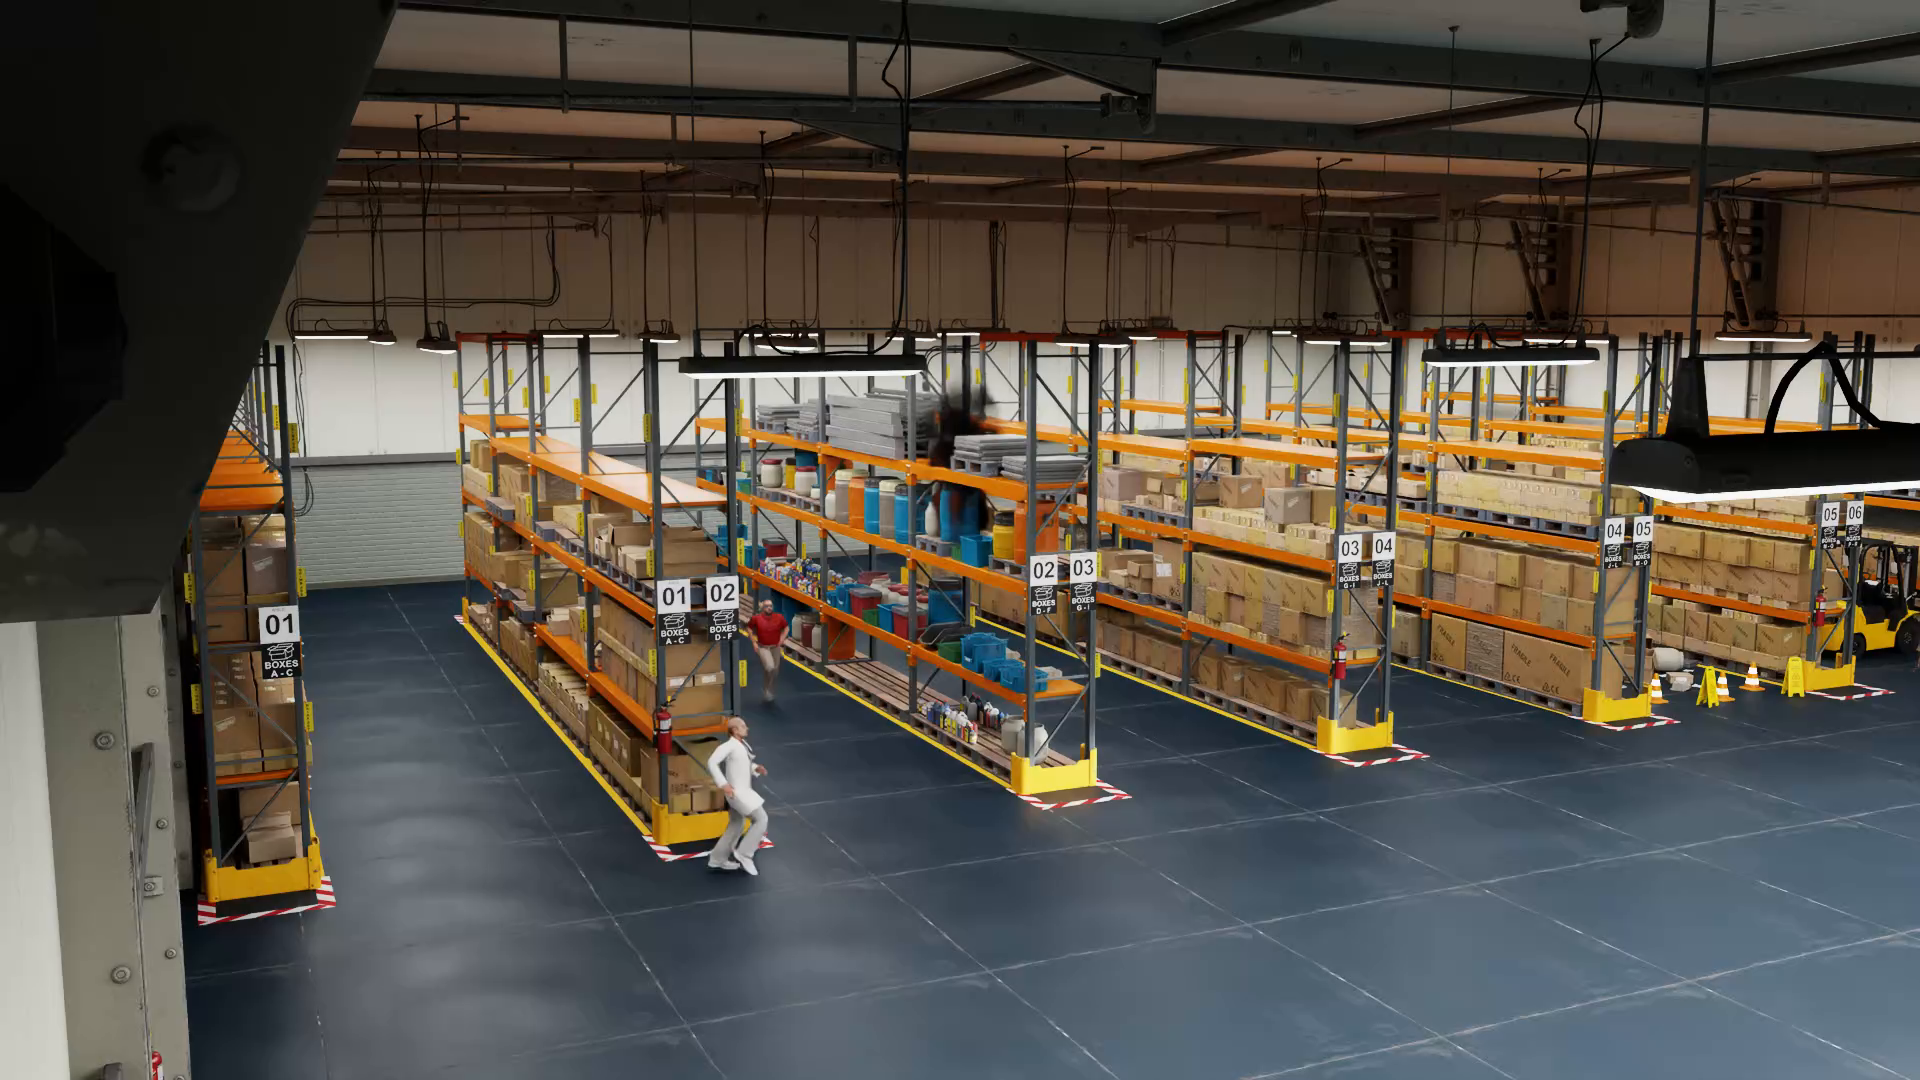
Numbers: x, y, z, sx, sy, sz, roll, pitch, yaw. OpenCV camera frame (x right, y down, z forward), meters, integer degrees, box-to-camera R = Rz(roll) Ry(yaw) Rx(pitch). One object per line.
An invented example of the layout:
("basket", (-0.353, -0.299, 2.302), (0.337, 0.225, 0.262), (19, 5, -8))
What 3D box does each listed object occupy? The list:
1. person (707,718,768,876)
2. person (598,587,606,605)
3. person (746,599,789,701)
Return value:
("person", (-2.539, 2.912, 18.994), (0.702, 1.767, 0.726), (0, 8, -2))
("person", (-7.112, 0.977, 33.573), (0.599, 1.730, 0.736), (-4, 9, -26))
("person", (-3.076, 1.751, 26.799), (0.675, 1.651, 0.824), (-3, 8, -21))
